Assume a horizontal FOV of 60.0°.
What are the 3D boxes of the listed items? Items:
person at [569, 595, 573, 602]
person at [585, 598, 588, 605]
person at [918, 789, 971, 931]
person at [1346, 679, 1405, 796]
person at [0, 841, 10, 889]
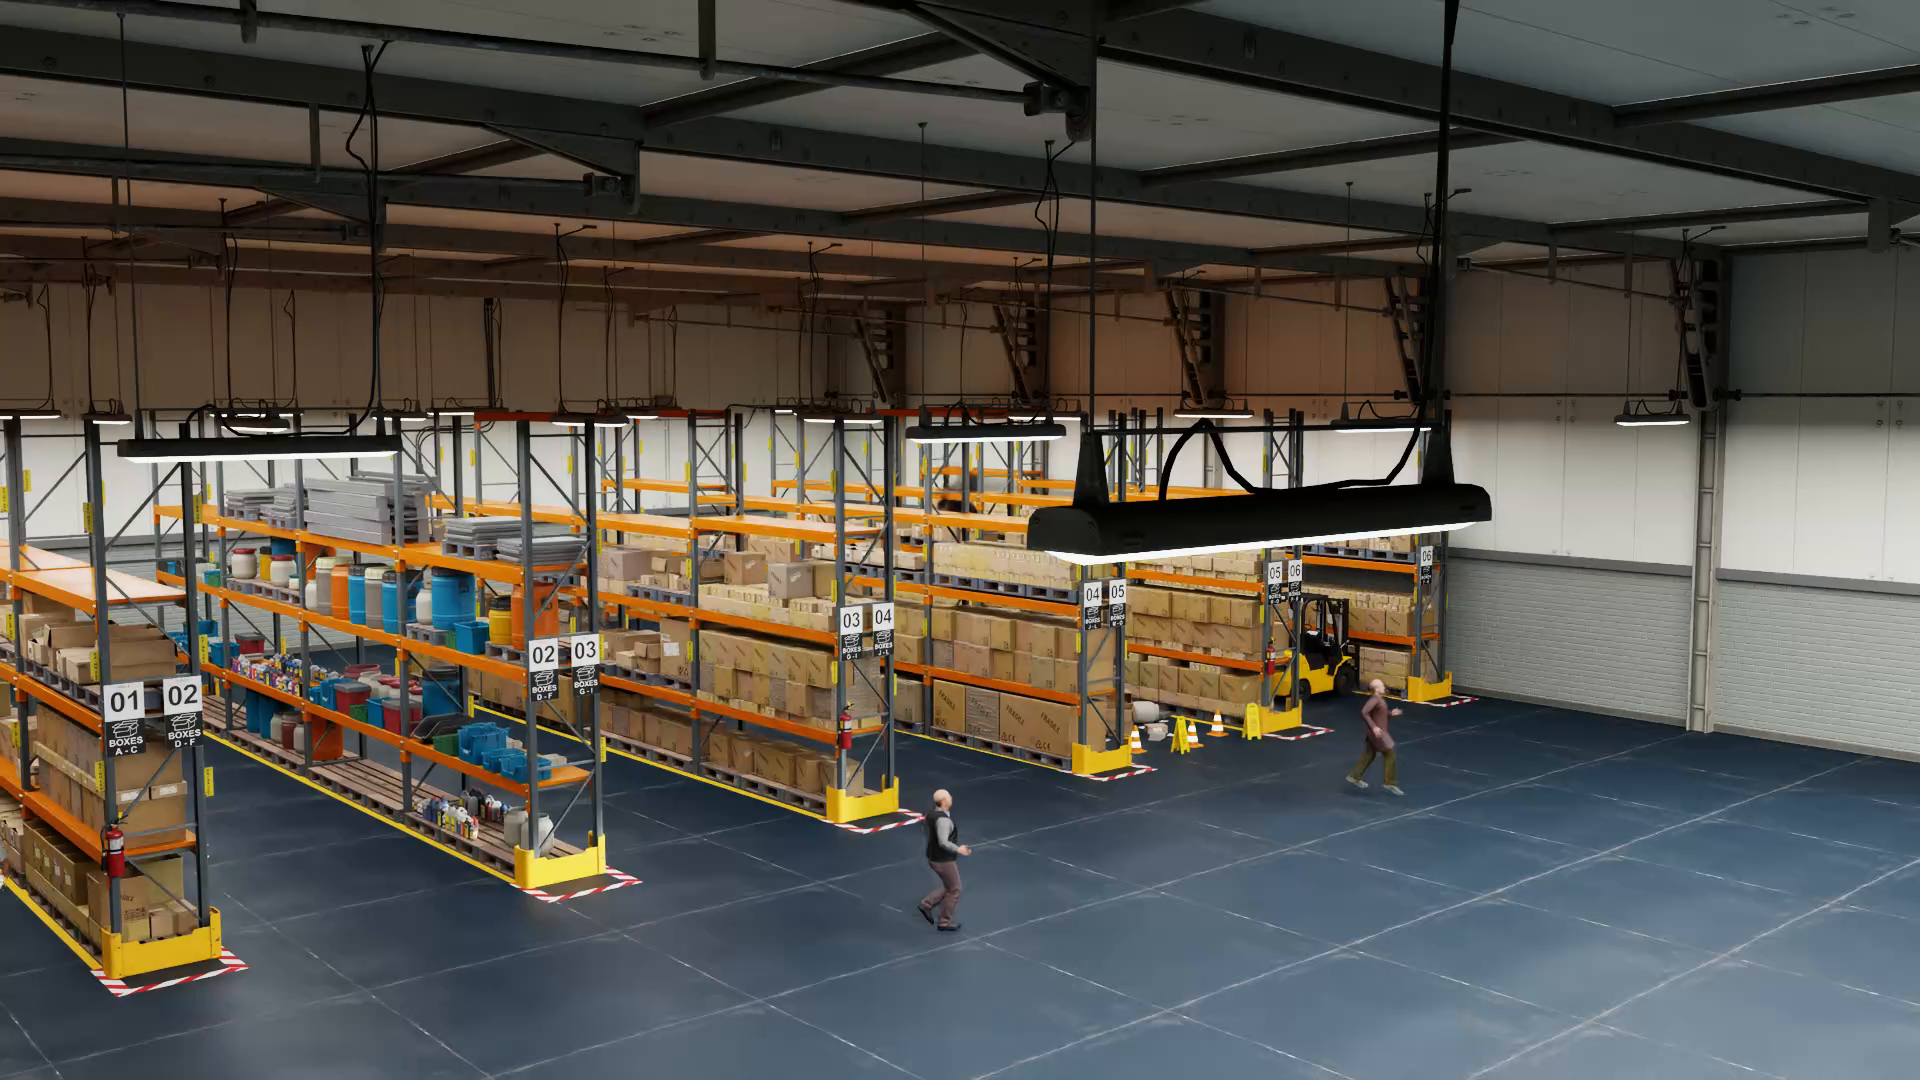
[{"bbox_3d":[-9.470,2.011,40.661,0.435,1.555,0.840,-4,6,-37],"label":"person"},{"bbox_3d":[-8.360,2.161,37.677,0.738,1.788,0.747,-4,6,-35],"label":"person"},{"bbox_3d":[-0.197,3.771,19.618,0.587,1.681,0.680,-1,5,-16],"label":"person"},{"bbox_3d":[6.590,3.119,26.356,0.903,1.832,0.680,0,5,5],"label":"person"},{"bbox_3d":[-10.702,3.859,18.084,0.871,1.779,0.688,5,7,42],"label":"person"}]
